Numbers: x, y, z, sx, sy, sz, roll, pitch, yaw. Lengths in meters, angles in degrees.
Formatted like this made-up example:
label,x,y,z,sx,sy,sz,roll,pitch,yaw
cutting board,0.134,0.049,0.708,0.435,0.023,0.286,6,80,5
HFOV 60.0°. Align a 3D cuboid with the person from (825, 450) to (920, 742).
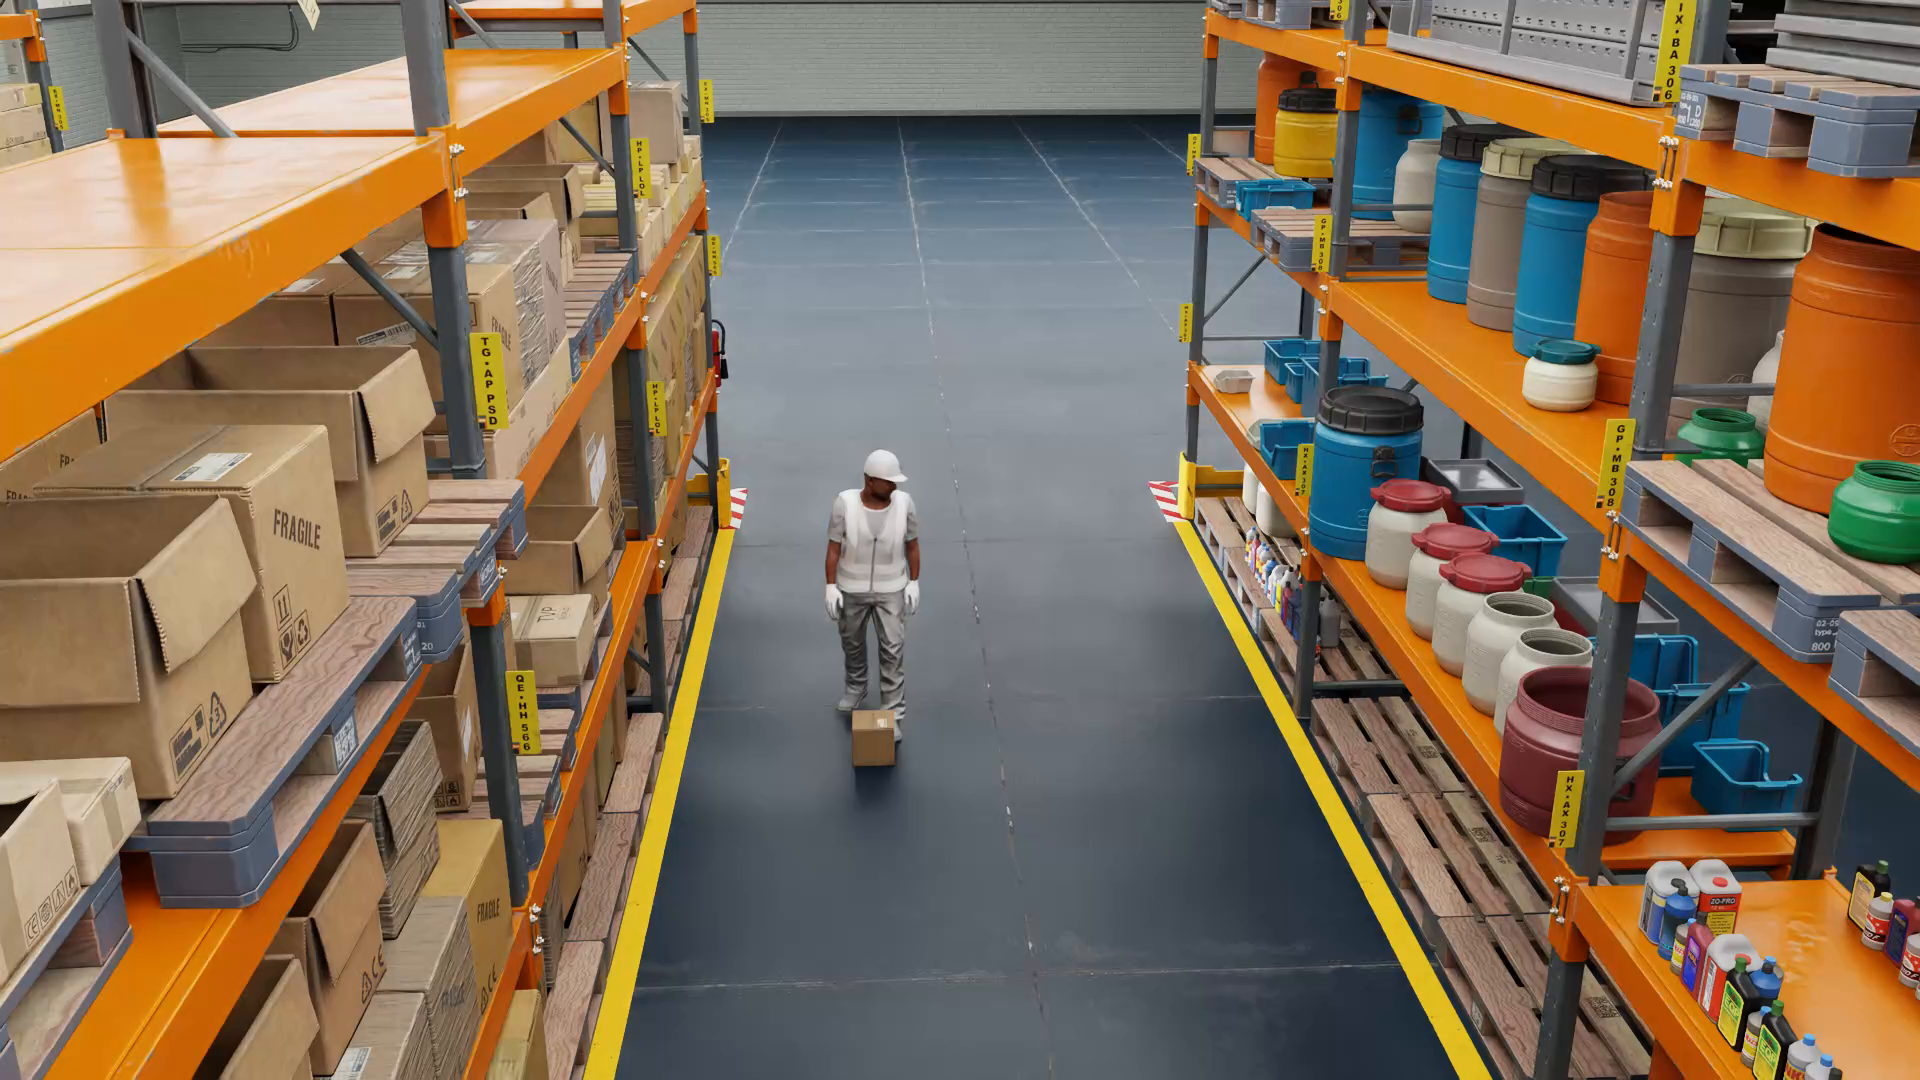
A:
label,x,y,z,sx,sy,sz,roll,pitch,yaw
person,-0.532,0.313,10.181,0.582,1.783,0.709,-1,20,-3
